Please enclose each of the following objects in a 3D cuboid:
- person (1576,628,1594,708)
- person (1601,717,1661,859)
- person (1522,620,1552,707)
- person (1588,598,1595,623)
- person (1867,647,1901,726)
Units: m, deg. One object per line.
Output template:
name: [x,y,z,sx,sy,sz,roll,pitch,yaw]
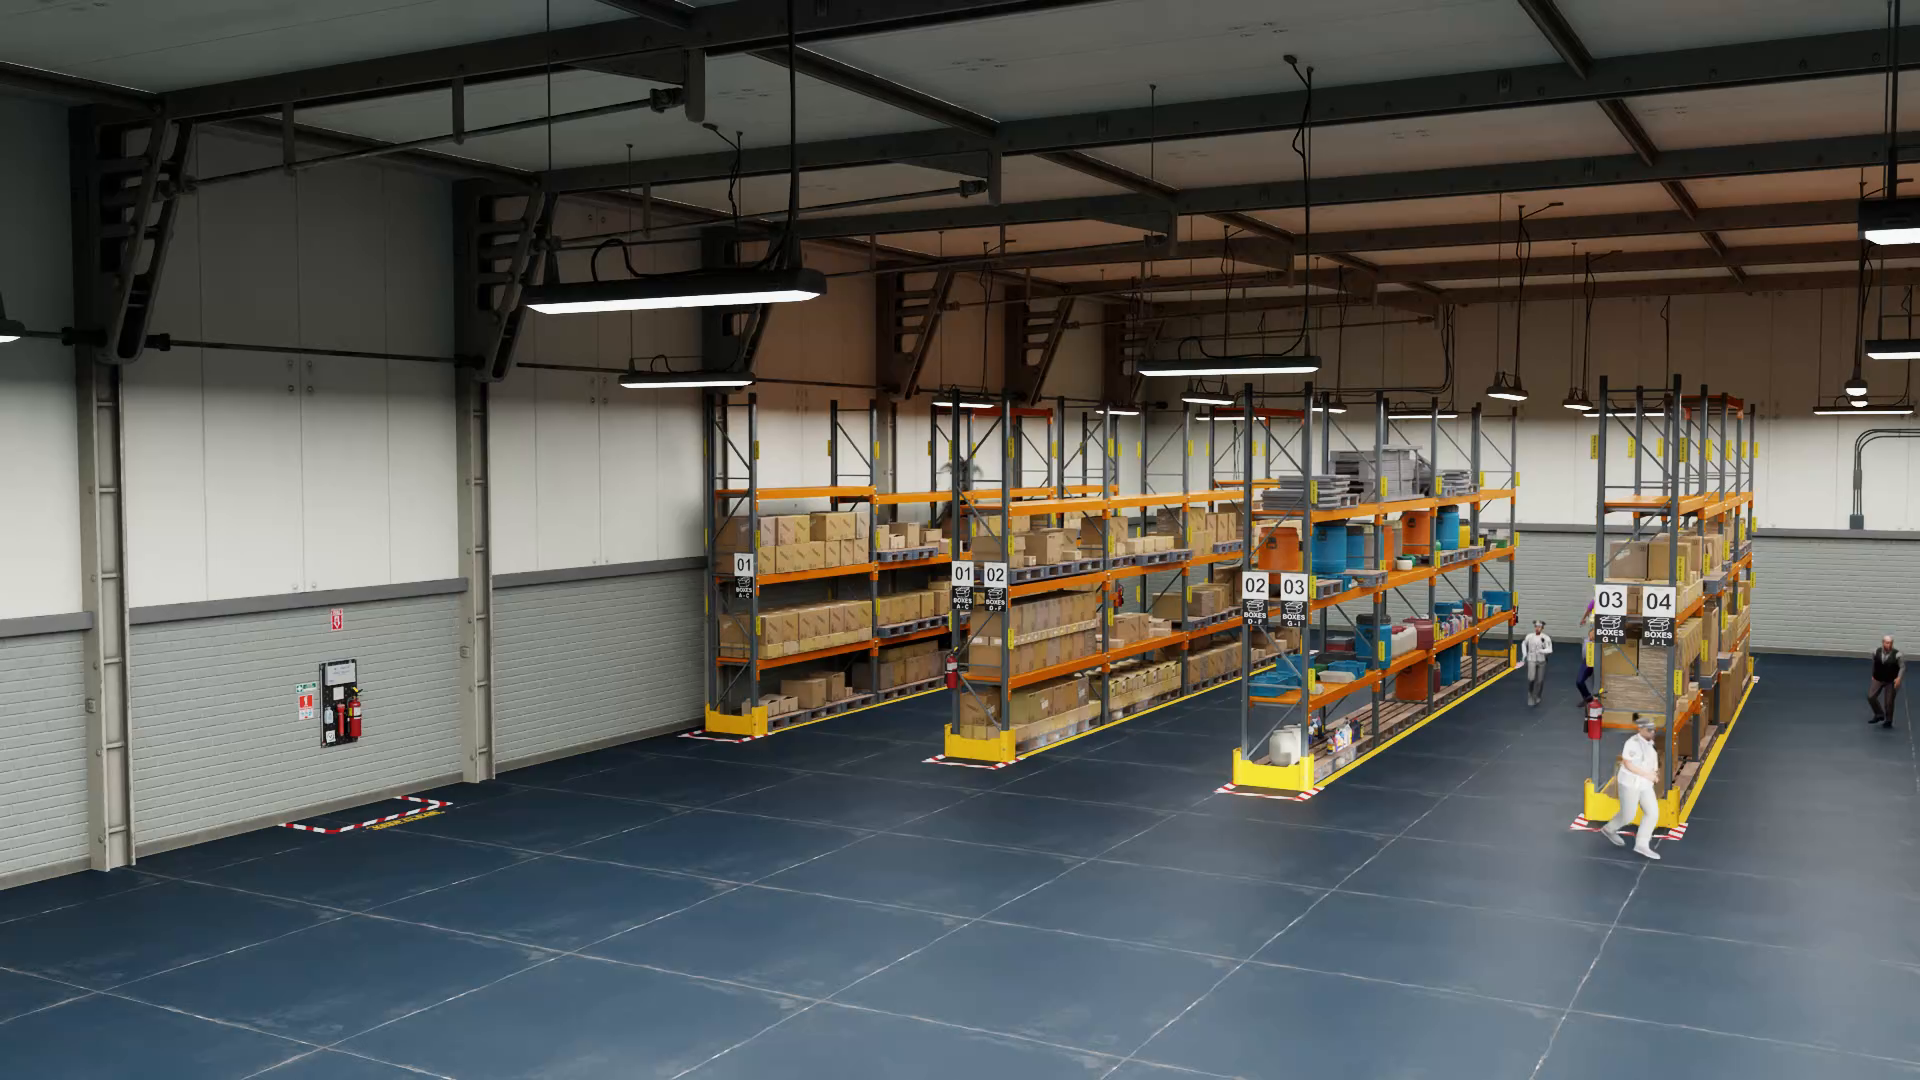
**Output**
person: [14.518,2.832,25.389,12.806,1.611,7.645,3,4,41]
person: [8.318,3.018,20.612,0.451,1.736,0.846,-2,4,-31]
person: [5.708,1.529,34.993,12.672,3.196,2.450,1,3,17]
person: [15.330,1.996,39.809,0.638,1.727,0.605,-1,3,-21]
person: [16.681,2.638,29.969,0.498,1.461,0.643,3,4,45]
